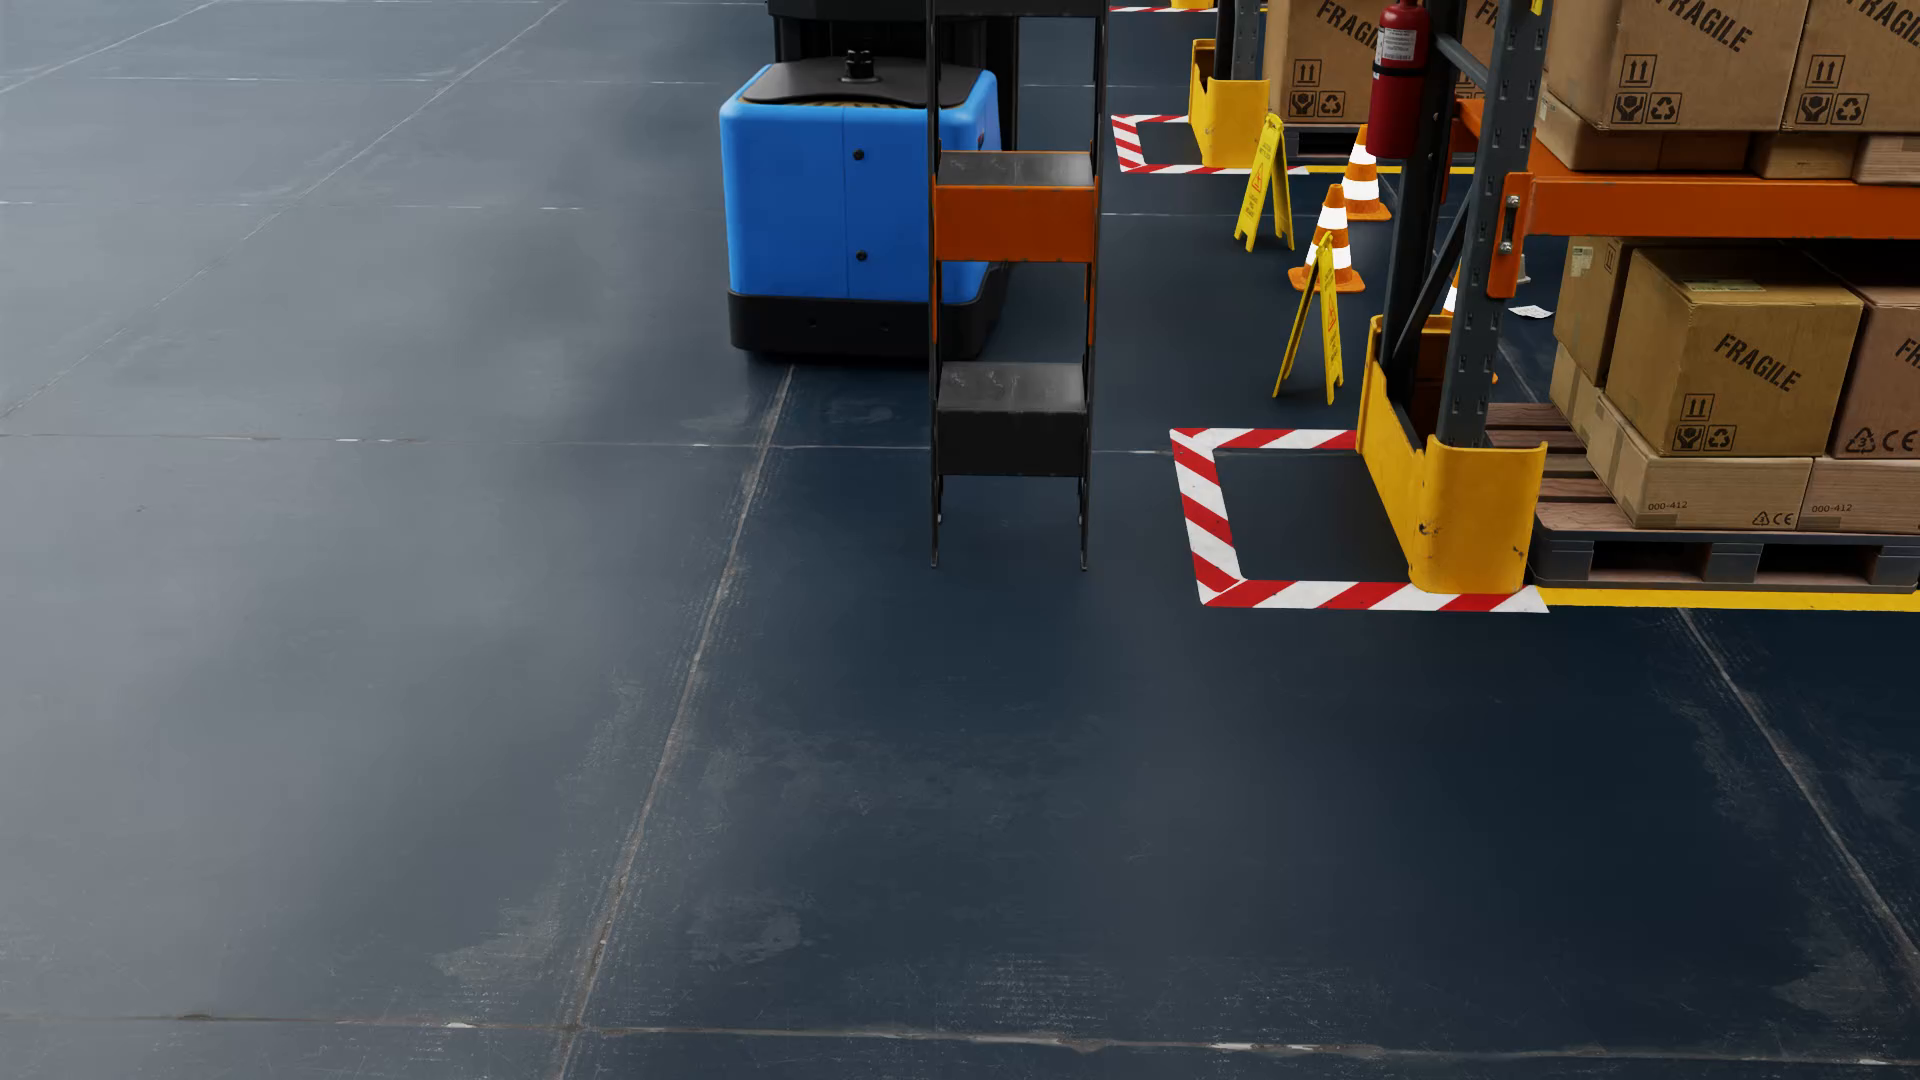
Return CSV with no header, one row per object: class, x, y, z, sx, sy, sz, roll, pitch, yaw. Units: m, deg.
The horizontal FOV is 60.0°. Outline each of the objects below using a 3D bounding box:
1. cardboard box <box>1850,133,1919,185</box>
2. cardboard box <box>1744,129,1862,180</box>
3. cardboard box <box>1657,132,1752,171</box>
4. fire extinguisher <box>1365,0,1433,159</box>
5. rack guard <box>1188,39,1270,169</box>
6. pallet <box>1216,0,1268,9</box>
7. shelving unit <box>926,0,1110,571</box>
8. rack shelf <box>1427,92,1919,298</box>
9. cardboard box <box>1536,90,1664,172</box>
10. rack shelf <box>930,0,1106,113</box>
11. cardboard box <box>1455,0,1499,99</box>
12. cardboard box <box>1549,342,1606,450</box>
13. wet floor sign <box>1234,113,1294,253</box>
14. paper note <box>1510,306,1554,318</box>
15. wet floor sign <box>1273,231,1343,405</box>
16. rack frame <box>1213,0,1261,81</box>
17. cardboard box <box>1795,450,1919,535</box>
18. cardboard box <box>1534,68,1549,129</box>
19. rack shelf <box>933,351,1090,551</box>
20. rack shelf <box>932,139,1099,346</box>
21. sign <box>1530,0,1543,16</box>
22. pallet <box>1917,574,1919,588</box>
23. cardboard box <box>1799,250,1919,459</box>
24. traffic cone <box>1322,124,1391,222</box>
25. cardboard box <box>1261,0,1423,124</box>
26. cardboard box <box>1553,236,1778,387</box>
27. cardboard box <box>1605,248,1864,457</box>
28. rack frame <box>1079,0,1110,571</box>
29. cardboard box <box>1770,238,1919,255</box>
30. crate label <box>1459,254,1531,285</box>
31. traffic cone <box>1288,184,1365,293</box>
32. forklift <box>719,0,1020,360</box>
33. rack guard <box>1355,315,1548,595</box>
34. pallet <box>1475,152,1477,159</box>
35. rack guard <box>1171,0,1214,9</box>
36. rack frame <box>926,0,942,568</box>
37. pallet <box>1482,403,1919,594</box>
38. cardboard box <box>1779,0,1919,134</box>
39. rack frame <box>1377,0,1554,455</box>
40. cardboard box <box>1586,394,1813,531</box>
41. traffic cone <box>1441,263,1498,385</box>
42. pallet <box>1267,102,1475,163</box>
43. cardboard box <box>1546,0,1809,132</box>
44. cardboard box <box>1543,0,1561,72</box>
cardboard box,2.658,-1.150,4.802,0.250,0.149,0.380,1,28,3
cardboard box,2.406,-1.175,4.850,0.250,0.149,0.380,0,28,0
cardboard box,2.143,-1.218,4.931,0.250,0.149,0.380,1,28,3
fire extinguisher,1.460,-1.612,5.489,0.183,0.674,0.296,1,28,2
rack guard,1.608,-2.643,10.020,0.348,0.500,1.175,1,28,2
pallet,2.795,-4.804,14.405,1.213,0.211,1.003,1,28,2
shelving unit,0.165,-0.925,5.071,0.503,2.100,0.431,1,28,2
rack shelf,3.557,-1.078,5.166,4.000,0.370,1.077,1,28,2
cardboard box,1.891,-1.215,4.926,0.250,0.149,0.380,1,28,2
rack shelf,0.165,-1.531,4.749,0.480,0.518,0.431,1,28,2
cardboard box,3.192,-3.000,9.845,0.875,0.875,0.875,1,28,1
cardboard box,2.400,-0.512,5.818,0.500,0.250,0.500,1,28,2
wet floor sign,1.533,-1.781,8.238,0.232,0.644,0.267,-4,28,-7
paper note,2.573,-1.033,7.484,0.142,0.019,0.148,-9,29,-16
wet floor sign,1.406,-0.893,6.562,0.232,0.644,0.267,11,30,19
rack frame,1.632,-3.747,9.434,0.127,3.000,1.000,1,28,2
cardboard box,2.865,-0.245,5.314,0.500,0.250,0.500,2,28,4
cardboard box,1.940,-1.412,5.296,0.250,0.149,0.380,2,28,4
rack shelf,0.165,-0.294,5.405,0.480,0.518,0.431,1,28,2
rack shelf,0.165,-0.913,5.077,0.480,0.518,0.431,1,28,2
sign,1.539,-1.557,4.378,0.005,0.325,0.100,1,28,2
pallet,3.661,-0.144,5.614,1.213,0.211,1.003,1,28,2
cardboard box,2.901,-0.581,5.148,0.500,0.500,0.500,0,28,0
traffic cone,2.113,-1.953,8.758,0.334,0.463,0.336,1,28,2
cardboard box,2.312,-3.014,9.871,0.875,0.875,0.875,1,28,2
cardboard box,2.368,-0.840,5.636,0.500,0.500,0.500,1,28,2
cardboard box,2.379,-0.588,5.161,0.500,0.500,0.500,0,28,0
rack frame,0.409,-0.921,5.063,0.015,2.100,0.400,1,28,2
cardboard box,2.890,-0.833,5.622,0.500,0.500,0.500,2,28,4
crate label,2.521,-1.302,7.877,0.298,0.136,0.250,-14,31,-24
traffic cone,1.733,-1.430,7.771,0.334,0.463,0.336,1,28,2
forklift,-0.261,-2.694,7.520,1.130,2.935,3.031,3,28,6
rack guard,1.634,-0.323,5.643,0.348,0.500,1.175,1,28,2
pallet,3.650,-2.517,10.091,1.213,0.211,1.003,1,28,2
rack guard,1.984,-4.962,14.394,0.348,0.500,1.175,1,28,2
rack frame,-0.078,-0.929,5.078,0.015,2.100,0.400,1,28,2
pallet,2.445,-0.166,5.654,1.213,0.211,1.003,1,28,2
cardboard box,2.540,-1.460,4.694,0.500,0.500,0.500,2,28,3
rack frame,1.558,-1.429,5.060,0.127,3.000,1.000,1,28,2
cardboard box,2.355,-0.257,5.337,0.500,0.250,0.500,1,28,1
traffic cone,2.034,-0.905,6.780,0.334,0.463,0.336,1,28,2
pallet,2.434,-2.539,10.131,1.213,0.211,1.003,1,28,2
cardboard box,2.022,-1.467,4.707,0.500,0.500,0.500,1,28,1
cardboard box,2.111,-1.724,5.194,0.500,0.500,0.500,0,28,1
